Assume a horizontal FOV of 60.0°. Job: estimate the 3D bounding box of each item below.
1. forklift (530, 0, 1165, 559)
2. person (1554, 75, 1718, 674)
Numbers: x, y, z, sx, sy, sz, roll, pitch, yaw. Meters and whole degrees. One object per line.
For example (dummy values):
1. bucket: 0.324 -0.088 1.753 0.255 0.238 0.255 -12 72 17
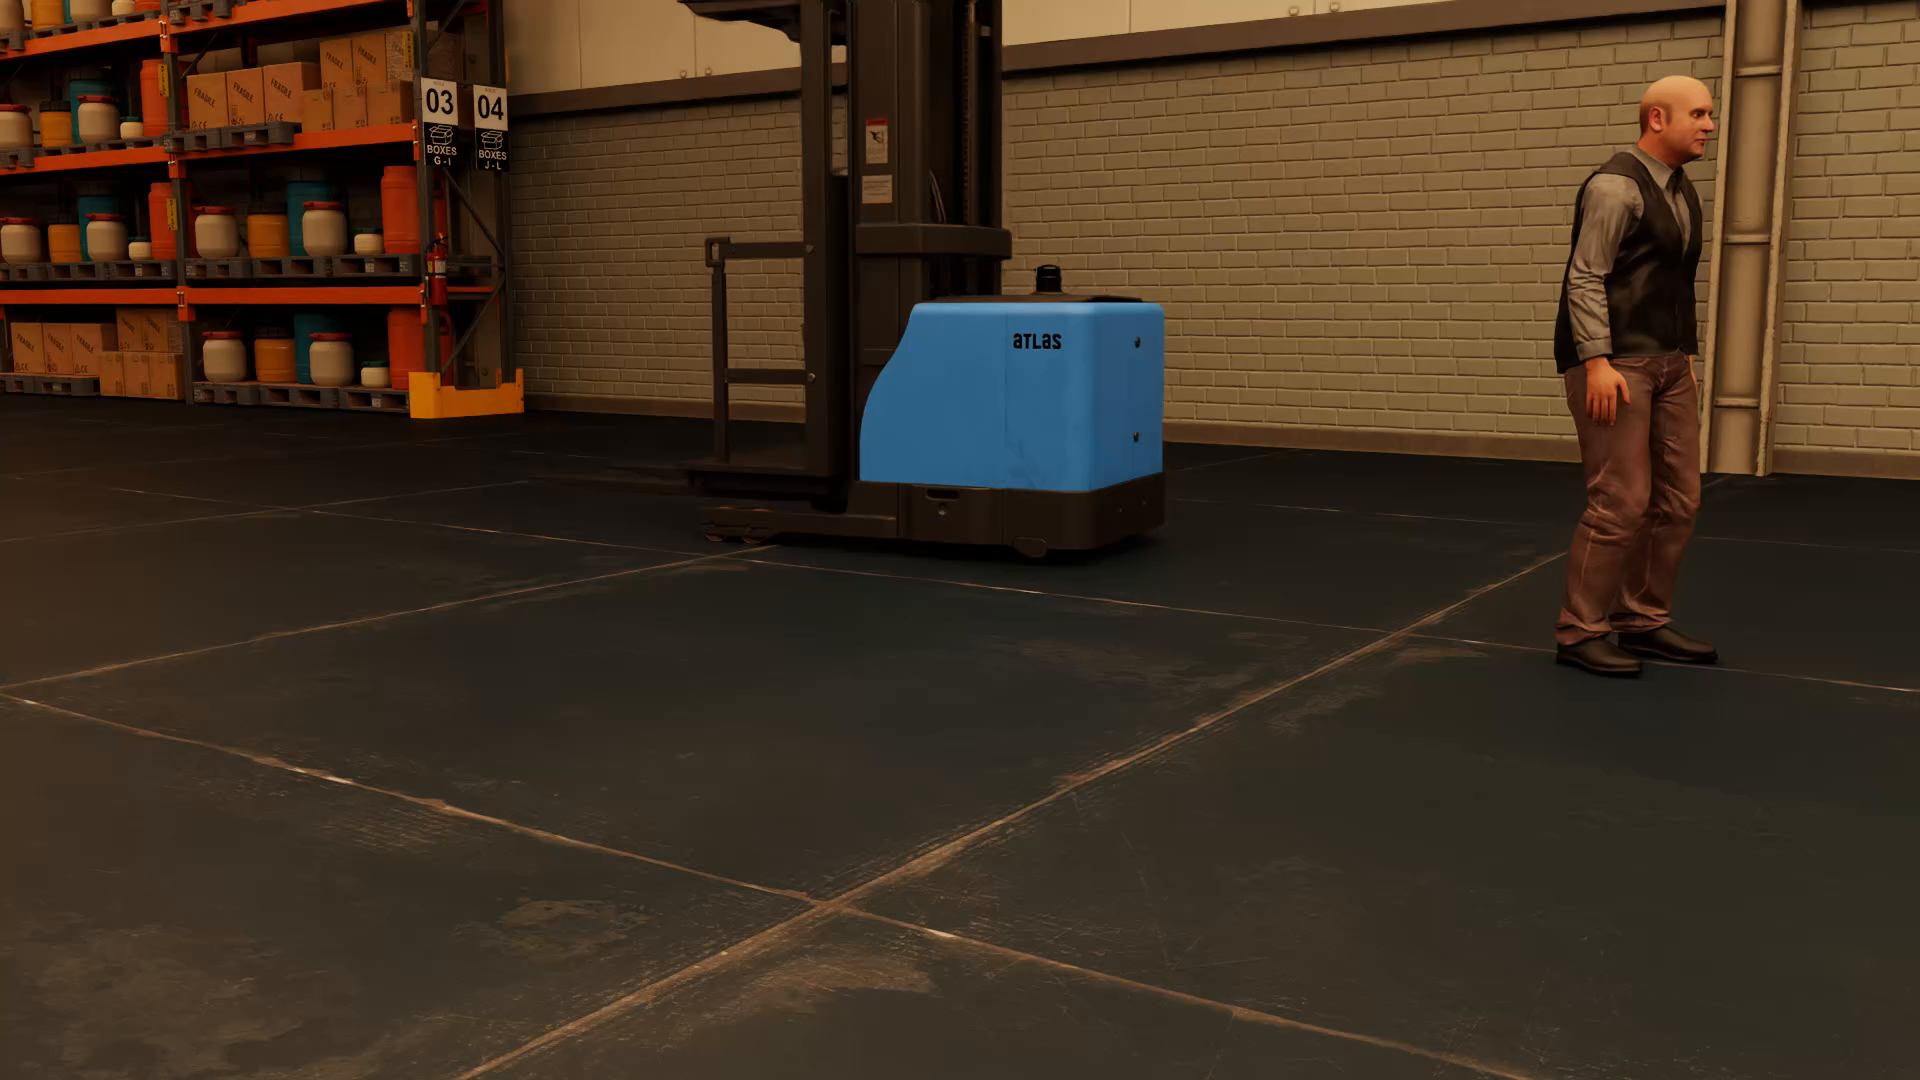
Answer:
1. forklift: -0.620 -1.491 7.680 3.031 2.935 1.130 4 9 25
2. person: 2.004 -0.487 4.935 0.583 1.721 0.433 -6 10 -37
